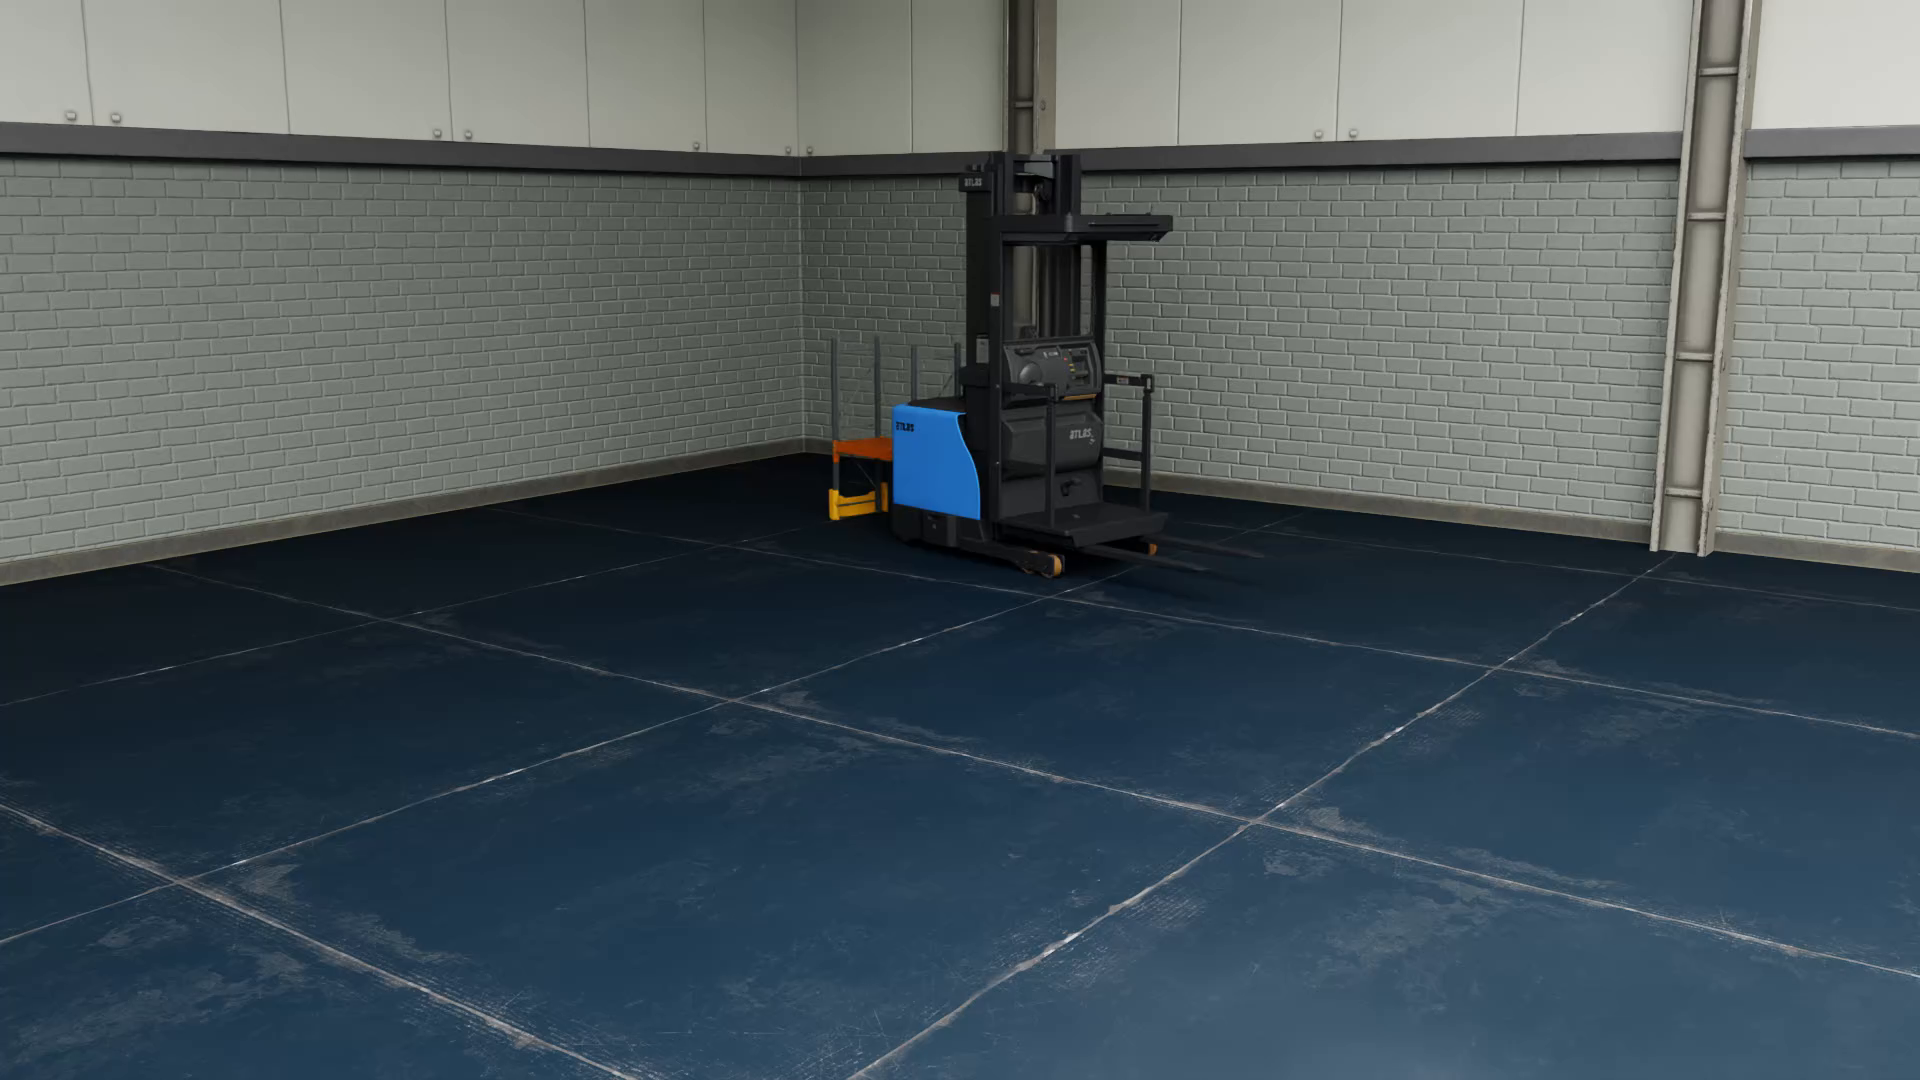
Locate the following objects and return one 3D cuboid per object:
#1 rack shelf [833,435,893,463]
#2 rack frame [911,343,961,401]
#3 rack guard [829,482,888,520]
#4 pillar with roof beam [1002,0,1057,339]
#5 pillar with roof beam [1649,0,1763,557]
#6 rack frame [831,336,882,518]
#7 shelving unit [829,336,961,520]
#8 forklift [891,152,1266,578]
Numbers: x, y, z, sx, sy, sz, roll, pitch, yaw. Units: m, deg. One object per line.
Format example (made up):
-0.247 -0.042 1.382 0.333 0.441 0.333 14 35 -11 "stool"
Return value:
-0.529 -0.700 13.646 0.538 0.185 1.000 -10 15 -41 "rack shelf"
-0.190 -0.805 13.241 0.500 1.500 0.032 -10 15 -41 "rack frame"
-0.856 -0.332 14.088 0.587 0.250 0.087 -10 15 -41 "rack guard"
-1.904 -4.356 11.852 0.400 9.000 9.100 8 13 36 "pillar with roof beam"
2.932 -3.681 8.365 0.400 9.000 9.100 8 13 36 "pillar with roof beam"
-0.869 -0.948 13.984 0.500 1.500 0.032 -10 15 -41 "rack frame"
-0.523 -0.875 13.605 0.587 1.500 1.083 -10 15 -41 "shelving unit"
0.820 -1.282 11.939 1.130 2.935 3.031 -10 15 -41 "forklift"
